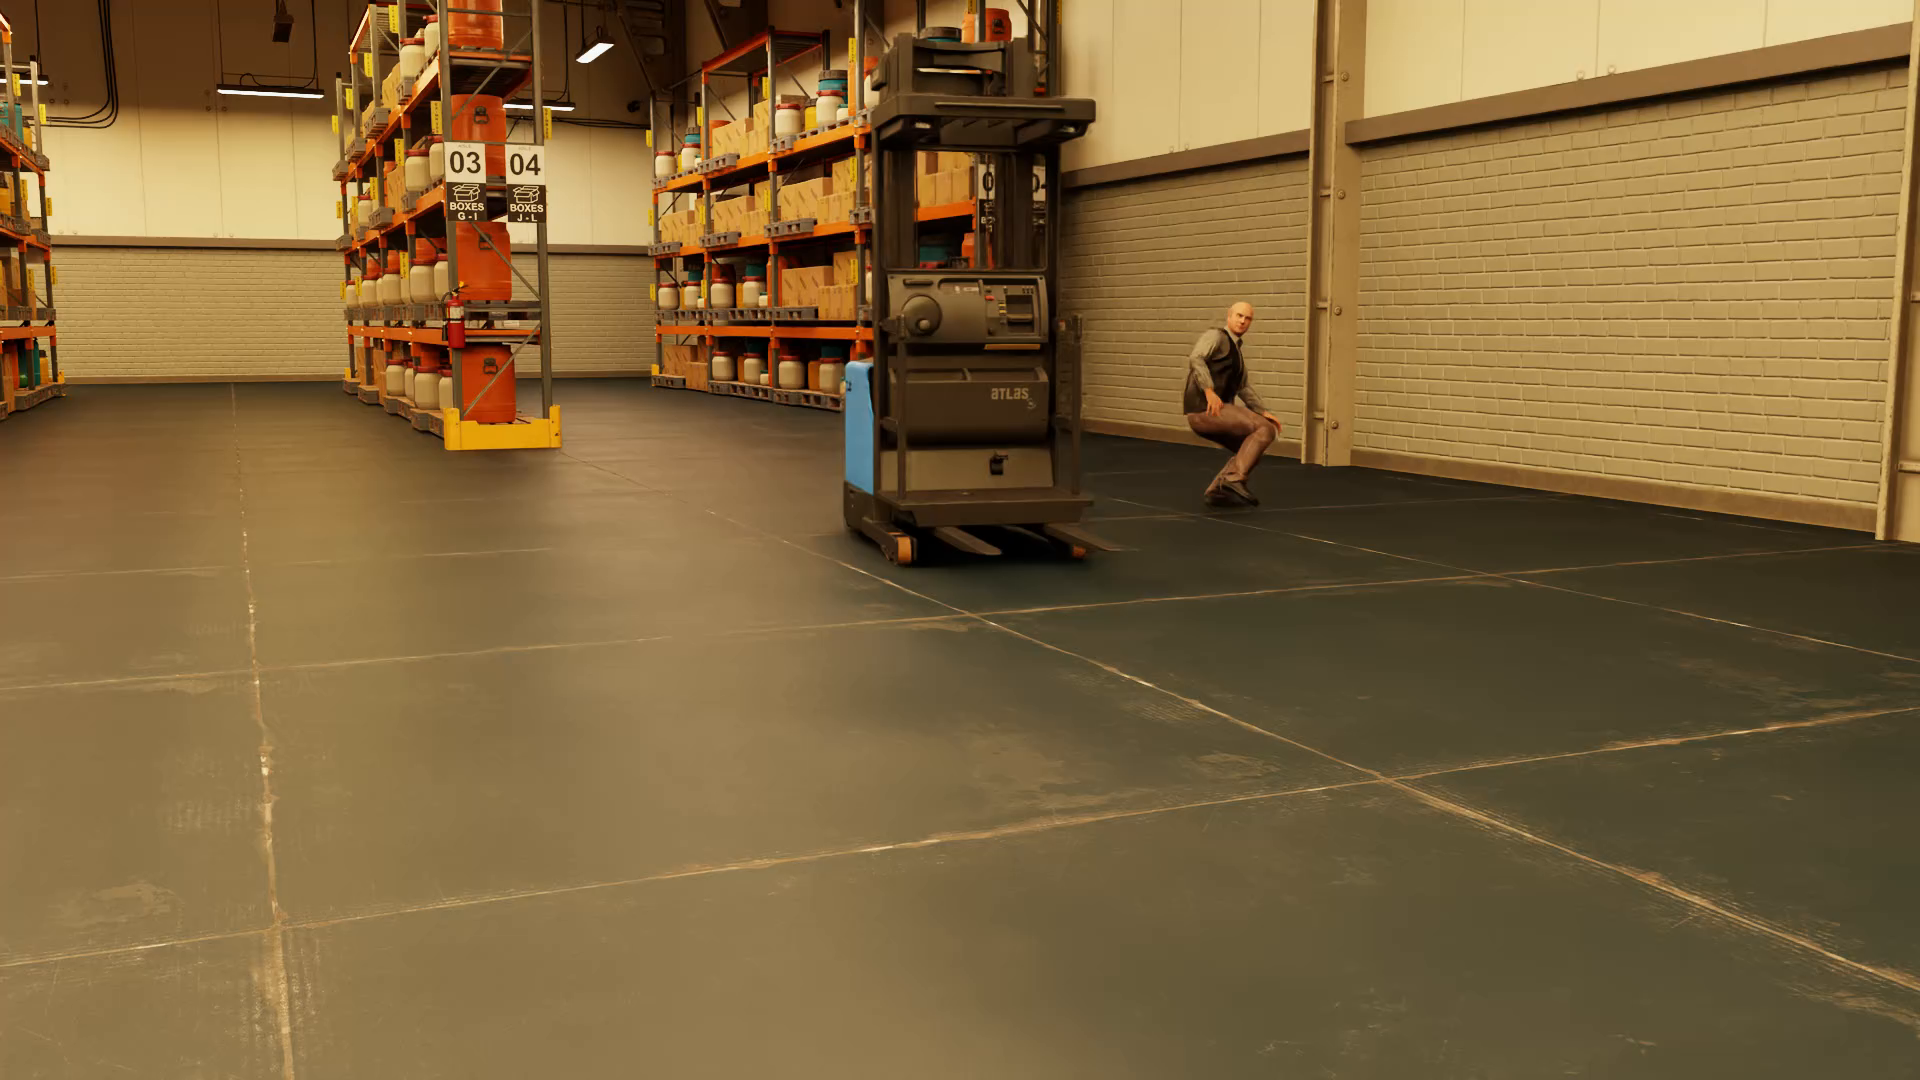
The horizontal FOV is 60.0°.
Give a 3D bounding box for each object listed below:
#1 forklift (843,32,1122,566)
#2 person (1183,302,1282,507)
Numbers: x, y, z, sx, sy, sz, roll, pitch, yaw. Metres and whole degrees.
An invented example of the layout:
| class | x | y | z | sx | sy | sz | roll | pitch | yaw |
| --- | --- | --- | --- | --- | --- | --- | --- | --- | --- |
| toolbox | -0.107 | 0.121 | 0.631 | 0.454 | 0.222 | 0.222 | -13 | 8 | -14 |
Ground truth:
| class | x | y | z | sx | sy | sz | roll | pitch | yaw |
| --- | --- | --- | --- | --- | --- | --- | --- | --- | --- |
| forklift | 0.101 | -1.365 | 9.293 | 1.130 | 2.935 | 3.031 | -2 | 8 | -14 |
| person | 1.903 | -0.913 | 11.638 | 0.668 | 1.496 | 0.775 | 2 | 8 | 14 |
